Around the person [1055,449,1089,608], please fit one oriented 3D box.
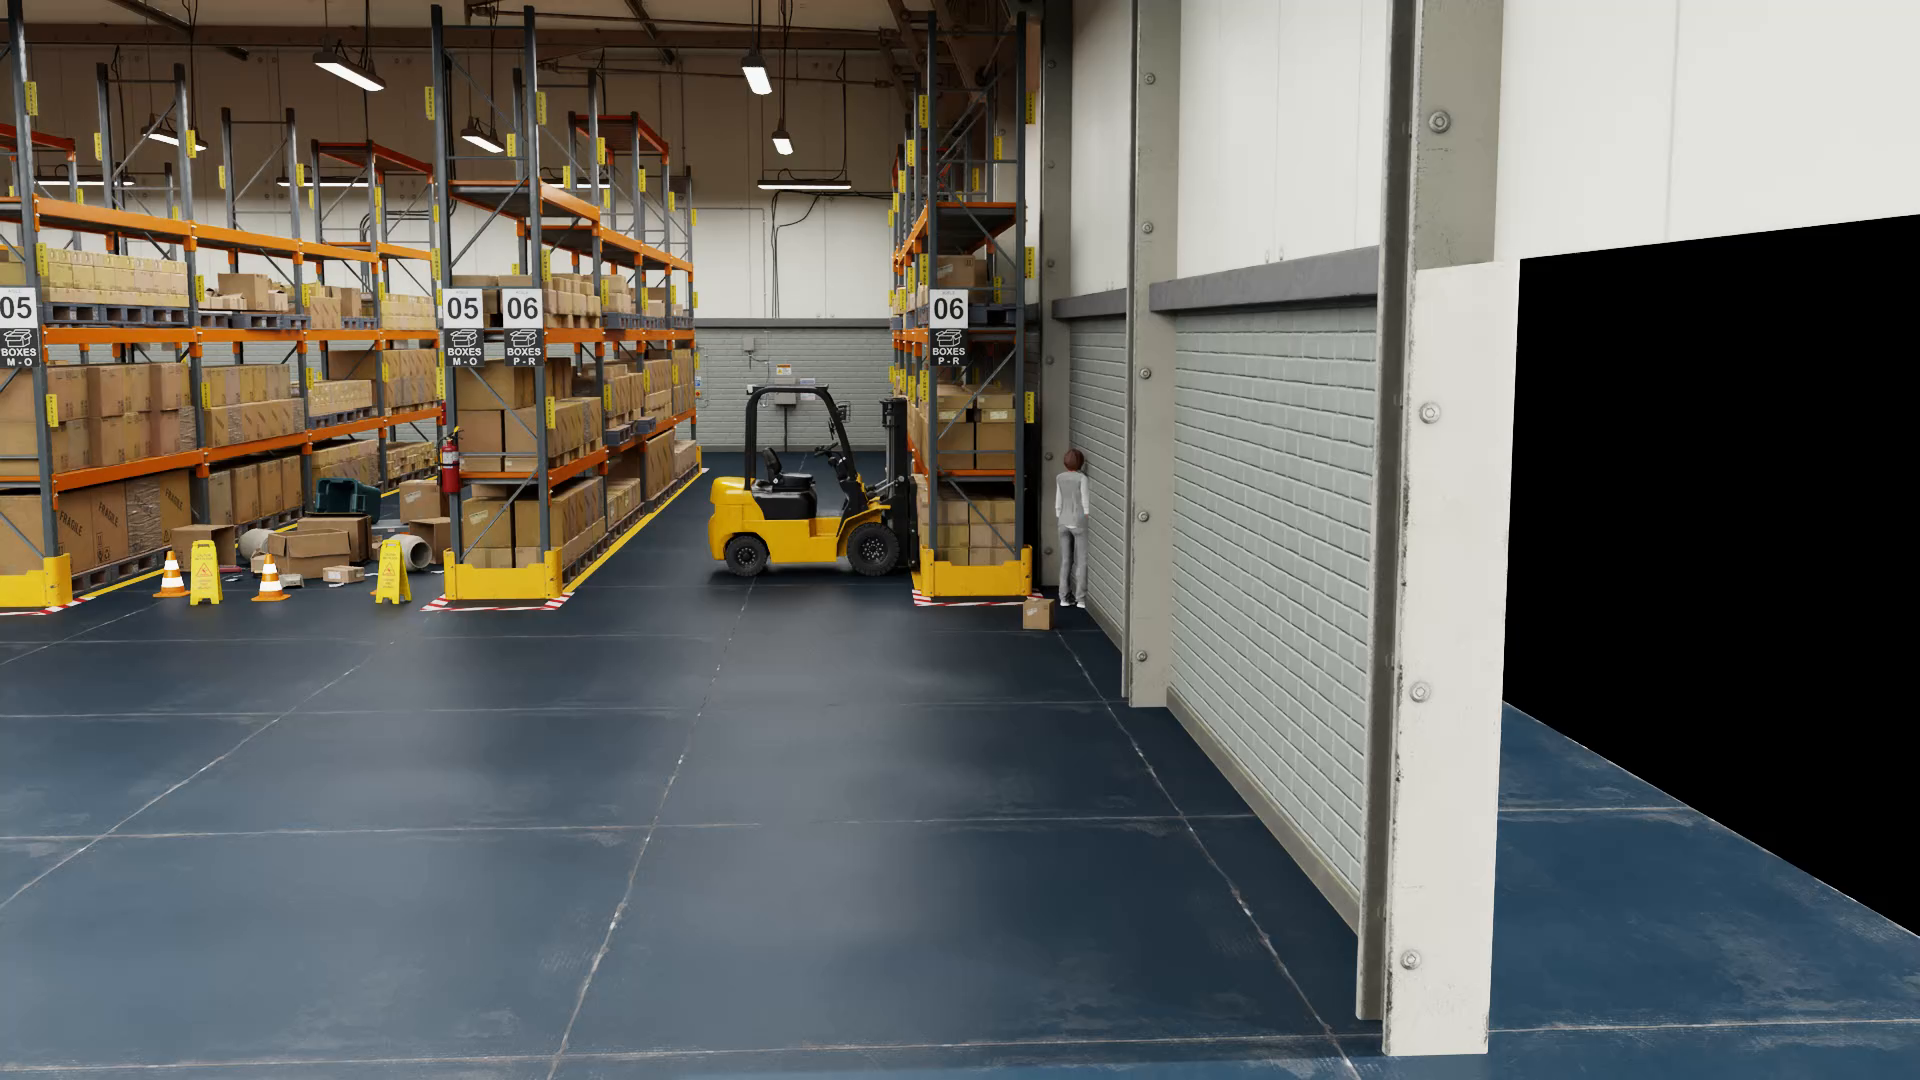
[{"bbox_3d":[1.159,-0.120,16.744,0.411,1.602,0.324,5,9,35],"label":"person"}]
